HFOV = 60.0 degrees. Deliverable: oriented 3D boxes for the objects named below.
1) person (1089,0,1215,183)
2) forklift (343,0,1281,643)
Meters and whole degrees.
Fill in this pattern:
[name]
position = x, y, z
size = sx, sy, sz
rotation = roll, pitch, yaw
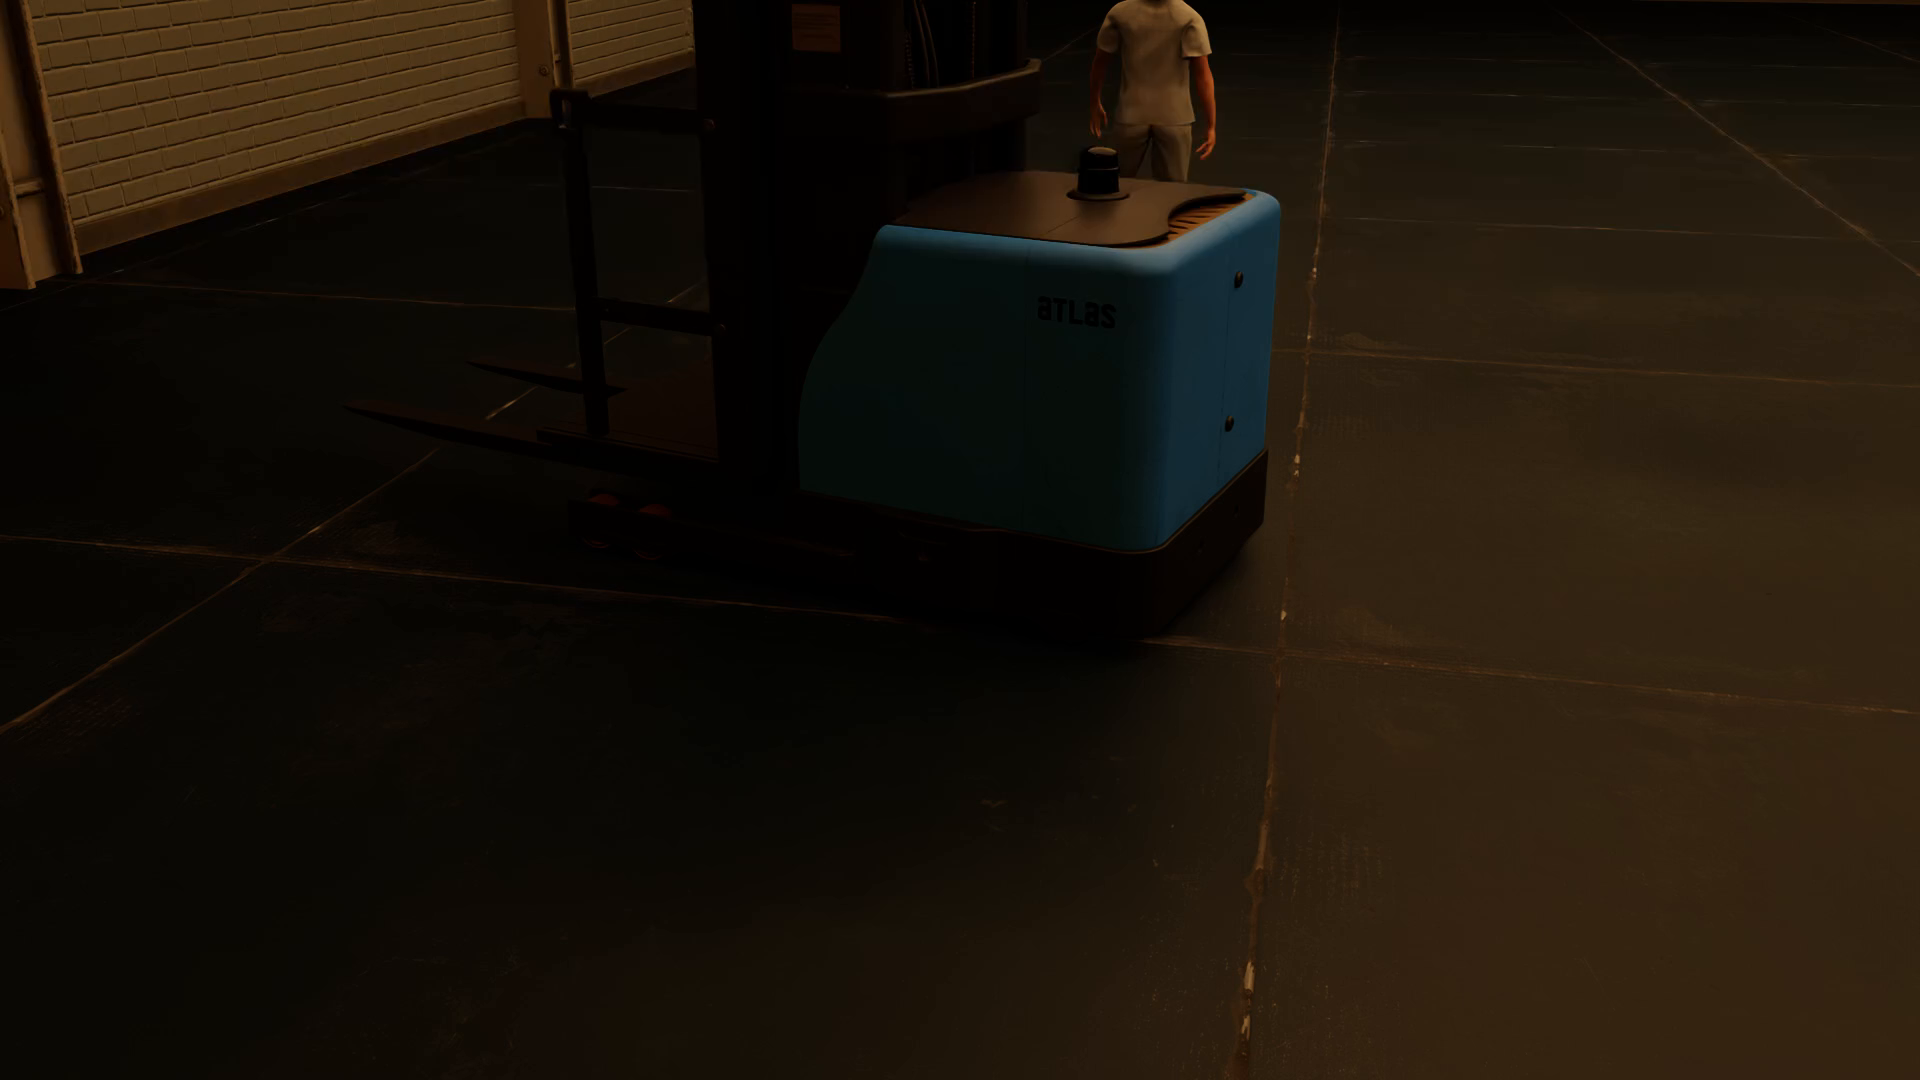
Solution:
[person]
position = 0.873, -1.896, 7.611
size = 0.611, 1.656, 0.477
rotation = 6, 23, 13
[forklift]
position = -0.617, -1.460, 4.848
size = 3.031, 2.935, 1.130
rotation = 11, 25, 25
